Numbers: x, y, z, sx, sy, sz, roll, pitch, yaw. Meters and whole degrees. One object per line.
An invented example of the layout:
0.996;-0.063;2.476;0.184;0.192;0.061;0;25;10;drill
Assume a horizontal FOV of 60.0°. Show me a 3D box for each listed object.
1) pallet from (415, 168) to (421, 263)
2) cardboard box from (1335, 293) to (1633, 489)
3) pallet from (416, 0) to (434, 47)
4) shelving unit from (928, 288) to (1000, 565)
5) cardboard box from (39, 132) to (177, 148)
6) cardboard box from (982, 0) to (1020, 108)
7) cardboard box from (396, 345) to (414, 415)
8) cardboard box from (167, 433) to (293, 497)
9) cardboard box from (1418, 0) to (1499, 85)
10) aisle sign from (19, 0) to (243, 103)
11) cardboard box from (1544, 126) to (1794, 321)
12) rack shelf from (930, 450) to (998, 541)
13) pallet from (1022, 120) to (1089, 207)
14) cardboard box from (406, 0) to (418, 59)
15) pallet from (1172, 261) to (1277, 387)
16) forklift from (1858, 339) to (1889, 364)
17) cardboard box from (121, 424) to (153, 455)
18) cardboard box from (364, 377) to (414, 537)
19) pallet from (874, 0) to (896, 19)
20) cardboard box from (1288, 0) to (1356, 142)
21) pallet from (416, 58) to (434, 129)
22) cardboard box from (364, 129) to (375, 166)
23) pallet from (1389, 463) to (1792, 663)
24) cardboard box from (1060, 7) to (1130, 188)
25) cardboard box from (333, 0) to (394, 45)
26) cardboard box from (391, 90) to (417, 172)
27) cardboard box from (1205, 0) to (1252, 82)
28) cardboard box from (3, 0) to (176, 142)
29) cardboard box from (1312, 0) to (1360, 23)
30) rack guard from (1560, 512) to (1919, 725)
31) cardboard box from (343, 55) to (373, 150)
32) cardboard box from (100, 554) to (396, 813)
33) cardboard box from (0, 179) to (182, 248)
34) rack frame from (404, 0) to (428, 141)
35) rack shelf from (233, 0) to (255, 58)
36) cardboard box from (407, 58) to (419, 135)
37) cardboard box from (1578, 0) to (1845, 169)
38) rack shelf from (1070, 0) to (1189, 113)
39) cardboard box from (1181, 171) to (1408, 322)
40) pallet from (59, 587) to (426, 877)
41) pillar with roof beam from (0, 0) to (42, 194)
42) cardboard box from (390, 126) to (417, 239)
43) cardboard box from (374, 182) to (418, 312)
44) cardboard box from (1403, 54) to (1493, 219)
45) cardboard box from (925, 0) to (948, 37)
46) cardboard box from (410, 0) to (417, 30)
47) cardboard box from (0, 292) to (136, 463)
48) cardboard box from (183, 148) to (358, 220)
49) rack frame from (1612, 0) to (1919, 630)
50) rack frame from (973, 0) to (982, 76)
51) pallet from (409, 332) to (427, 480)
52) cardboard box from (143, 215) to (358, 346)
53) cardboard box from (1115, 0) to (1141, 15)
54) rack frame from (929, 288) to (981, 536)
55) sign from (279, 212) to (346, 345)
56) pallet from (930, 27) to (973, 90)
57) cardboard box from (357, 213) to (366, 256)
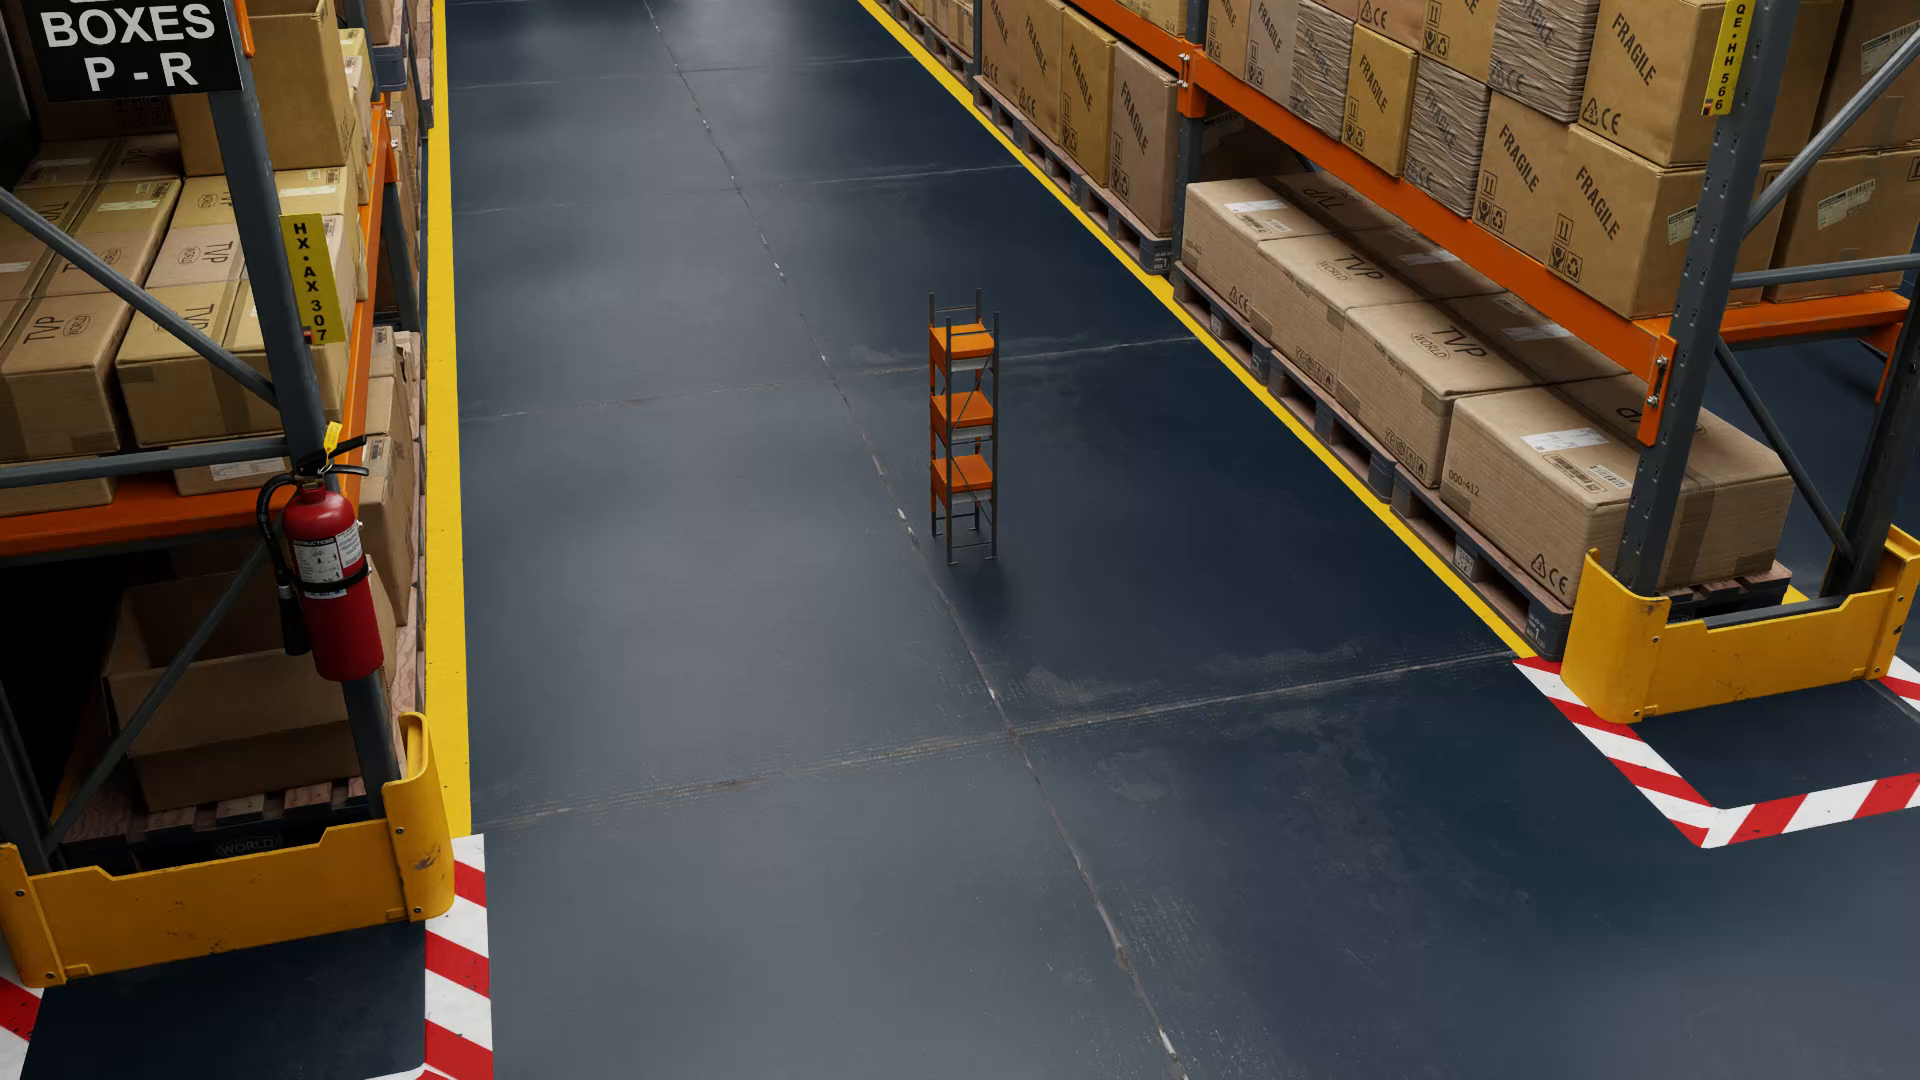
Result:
-3.709;-1.876;9.780;1.003;0.211;1.213;-8;31;-13;pallet
2.195;-0.654;7.023;0.875;0.438;0.875;-7;31;-12;cardboard box
-5.019;-4.411;14.160;1.003;0.211;1.213;-8;31;-13;pallet
0.014;-0.429;6.442;0.215;1.050;0.252;-8;31;-13;shelving unit
-2.983;-1.402;6.031;0.500;0.250;0.500;-7;31;-12;cardboard box
0.697;-3.616;11.704;0.875;0.875;0.875;-8;31;-14;cardboard box
-2.603;-0.700;7.276;0.396;0.266;0.258;-7;31;-11;cardboard box
-1.890;-0.259;4.454;0.380;0.149;0.250;-8;31;-14;cardboard box
2.065;-1.999;6.112;0.500;0.500;0.500;-8;31;-14;cardboard box
-1.766;-1.304;3.413;0.394;0.787;0.004;-8;31;-13;aisle sign
2.334;-1.075;5.514;0.500;0.500;0.500;-8;31;-13;cardboard box
0.014;-0.179;6.587;0.215;0.259;0.240;-8;31;-13;rack shelf
1.051;-2.512;10.880;1.003;0.211;1.213;-8;31;-13;pallet
-4.524;-3.808;12.286;0.875;0.625;0.625;-7;31;-12;cardboard box
1.782;-1.182;8.581;1.003;0.211;1.213;-8;31;-13;pallet
4.901;-1.326;6.115;1.130;2.935;3.031;-5;30;-9;forklift
-2.422;-0.319;4.557;0.380;0.149;0.250;-7;31;-12;cardboard box
-2.371;-0.267;6.293;0.500;0.500;0.500;-7;31;-12;cardboard box
-0.260;-5.047;15.260;1.003;0.211;1.213;-8;31;-13;pallet
1.783;-2.063;7.221;0.500;0.500;0.500;-8;31;-13;cardboard box
-4.371;-3.232;12.124;1.003;0.211;1.213;-8;31;-13;pallet
-2.618;-1.630;6.823;0.380;0.149;0.250;-7;31;-12;cardboard box
2.430;-0.003;6.545;1.003;0.211;1.213;-8;31;-13;pallet
1.167;-2.752;10.213;0.875;0.875;0.875;-7;31;-12;cardboard box
-3.042;-2.593;7.716;0.700;0.500;0.500;-7;31;-12;cardboard box
-3.607;-2.465;10.091;0.500;0.500;0.500;-7;31;-11;cardboard box
1.528;-2.548;8.058;0.500;0.500;0.500;-7;31;-12;cardboard box
-2.990;-1.738;5.863;0.500;0.500;0.500;-9;31;-15;cardboard box
1.802;-2.486;6.953;0.500;0.500;0.500;-7;31;-12;cardboard box
2.724;0.259;5.803;1.175;0.500;0.348;-8;31;-13;rack guard
-2.611;-1.715;6.571;0.500;0.250;0.500;-8;31;-13;cardboard box
-2.138;0.418;5.106;0.797;0.503;0.637;-9;31;-15;cardboard box
-2.708;-0.912;5.185;0.500;0.250;0.500;-7;31;-12;cardboard box
-4.191;-4.036;10.729;1.000;3.000;0.127;-8;31;-13;rack frame
-2.598;-2.125;5.151;1.077;0.370;4.000;-8;31;-13;rack shelf
-3.871;-2.961;10.947;0.500;0.500;0.500;-7;31;-12;cardboard box
2.360;-1.512;5.269;0.500;0.500;0.500;-7;31;-12;cardboard box
1.125;-3.421;10.384;1.077;0.370;4.000;-8;31;-13;rack shelf
1.719;-1.522;8.523;0.875;0.438;0.875;-8;31;-14;cardboard box
-2.300;0.613;5.481;1.003;0.211;1.213;-8;31;-13;pallet
0.338;-4.817;6.090;9.100;9.000;0.400;-8;31;-13;pillar with roof beam
-3.319;-1.965;9.227;0.500;0.500;0.500;-9;31;-15;cardboard box
-3.040;-1.468;8.368;0.500;0.500;0.500;-7;31;-11;cardboard box
2.070;-1.567;6.363;0.500;0.500;0.500;-7;31;-12;cardboard box
0.250;-4.372;13.513;0.950;0.372;0.625;-8;31;-14;cardboard box
-4.904;-4.496;13.475;0.875;0.625;0.625;-8;31;-14;cardboard box
-2.445;-0.423;4.340;0.500;0.250;0.500;-7;31;-12;cardboard box
-2.356;-1.223;5.722;0.500;0.250;0.500;-9;31;-15;cardboard box
2.717;-0.834;5.197;1.000;3.000;0.127;-8;31;-13;rack frame
0.594;-4.698;11.873;1.000;3.000;0.127;-8;31;-13;rack frame
-2.948;-0.566;7.517;1.003;0.211;1.213;-8;31;-13;pallet
-2.062;-0.735;4.878;0.500;0.250;0.500;-8;31;-13;cardboard box
1.160;-3.131;9.314;0.500;0.250;0.500;-8;31;-14;cardboard box
-0.018;-0.487;6.544;0.200;1.050;0.008;-8;31;-13;rack frame
-1.544;-0.619;3.962;0.100;0.325;0.005;-8;31;-13;sign
0.388;-3.869;13.224;1.003;0.211;1.213;-8;31;-13;pallet
-2.273;-1.012;5.755;0.380;0.149;0.250;-7;31;-12;cardboard box
